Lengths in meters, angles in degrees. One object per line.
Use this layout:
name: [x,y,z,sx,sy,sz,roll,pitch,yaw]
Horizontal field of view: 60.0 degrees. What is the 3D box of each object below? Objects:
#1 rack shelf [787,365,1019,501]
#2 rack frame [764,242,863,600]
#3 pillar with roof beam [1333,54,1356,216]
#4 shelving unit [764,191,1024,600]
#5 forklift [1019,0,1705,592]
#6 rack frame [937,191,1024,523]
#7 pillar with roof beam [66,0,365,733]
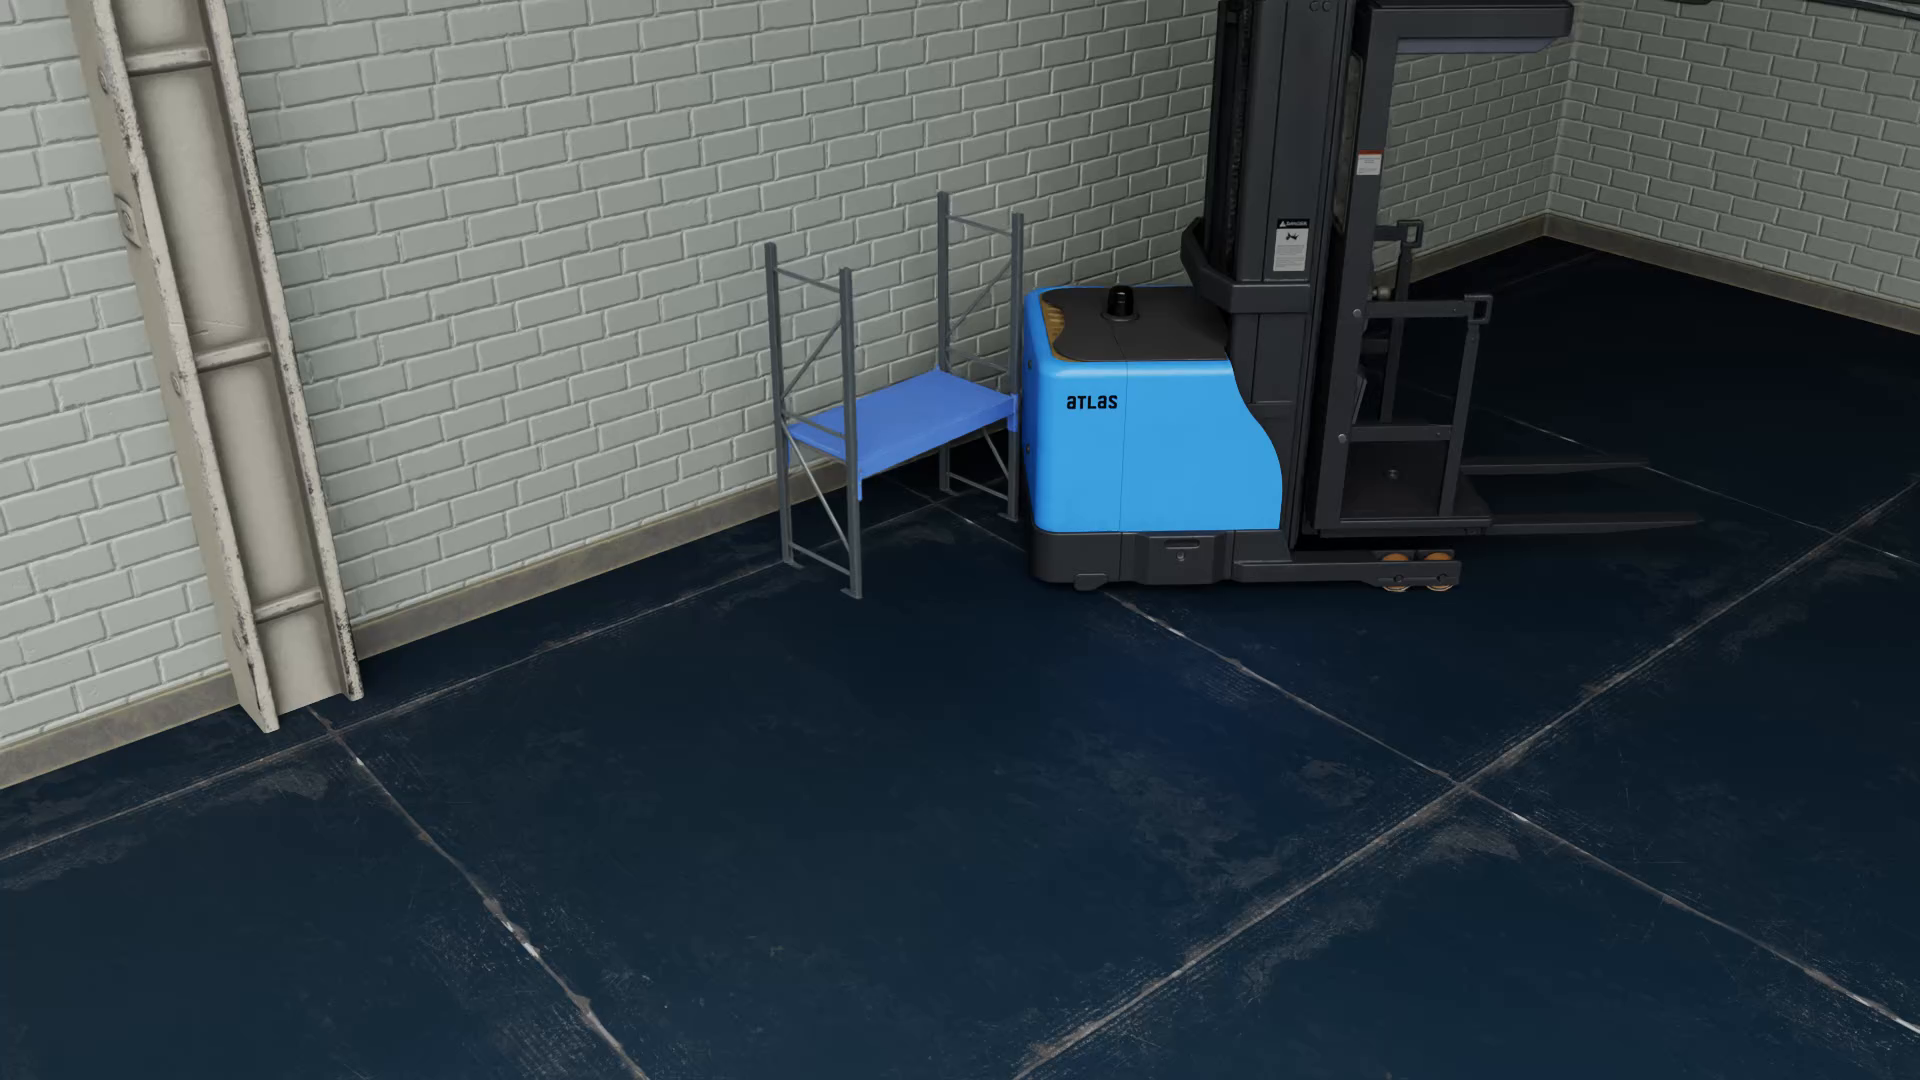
rack shelf: [-0.265,-0.499,7.475,0.538,0.185,1.000,24,37,38]
rack frame: [-0.618,-0.485,7.067,0.500,1.500,0.032,24,37,38]
pillar with roof beam: [4.752,-3.636,5.005,0.400,9.000,9.100,-22,35,-35]
shelving unit: [-0.265,-0.658,7.390,0.538,1.500,1.048,24,37,38]
forklift: [1.811,-1.314,7.098,3.031,2.935,1.130,-1,28,-2]
rack frame: [0.088,-0.831,7.713,0.500,1.500,0.032,24,37,38]
pillar with roof beam: [0.187,-1.800,1.571,0.400,9.000,9.100,-22,35,-35]
